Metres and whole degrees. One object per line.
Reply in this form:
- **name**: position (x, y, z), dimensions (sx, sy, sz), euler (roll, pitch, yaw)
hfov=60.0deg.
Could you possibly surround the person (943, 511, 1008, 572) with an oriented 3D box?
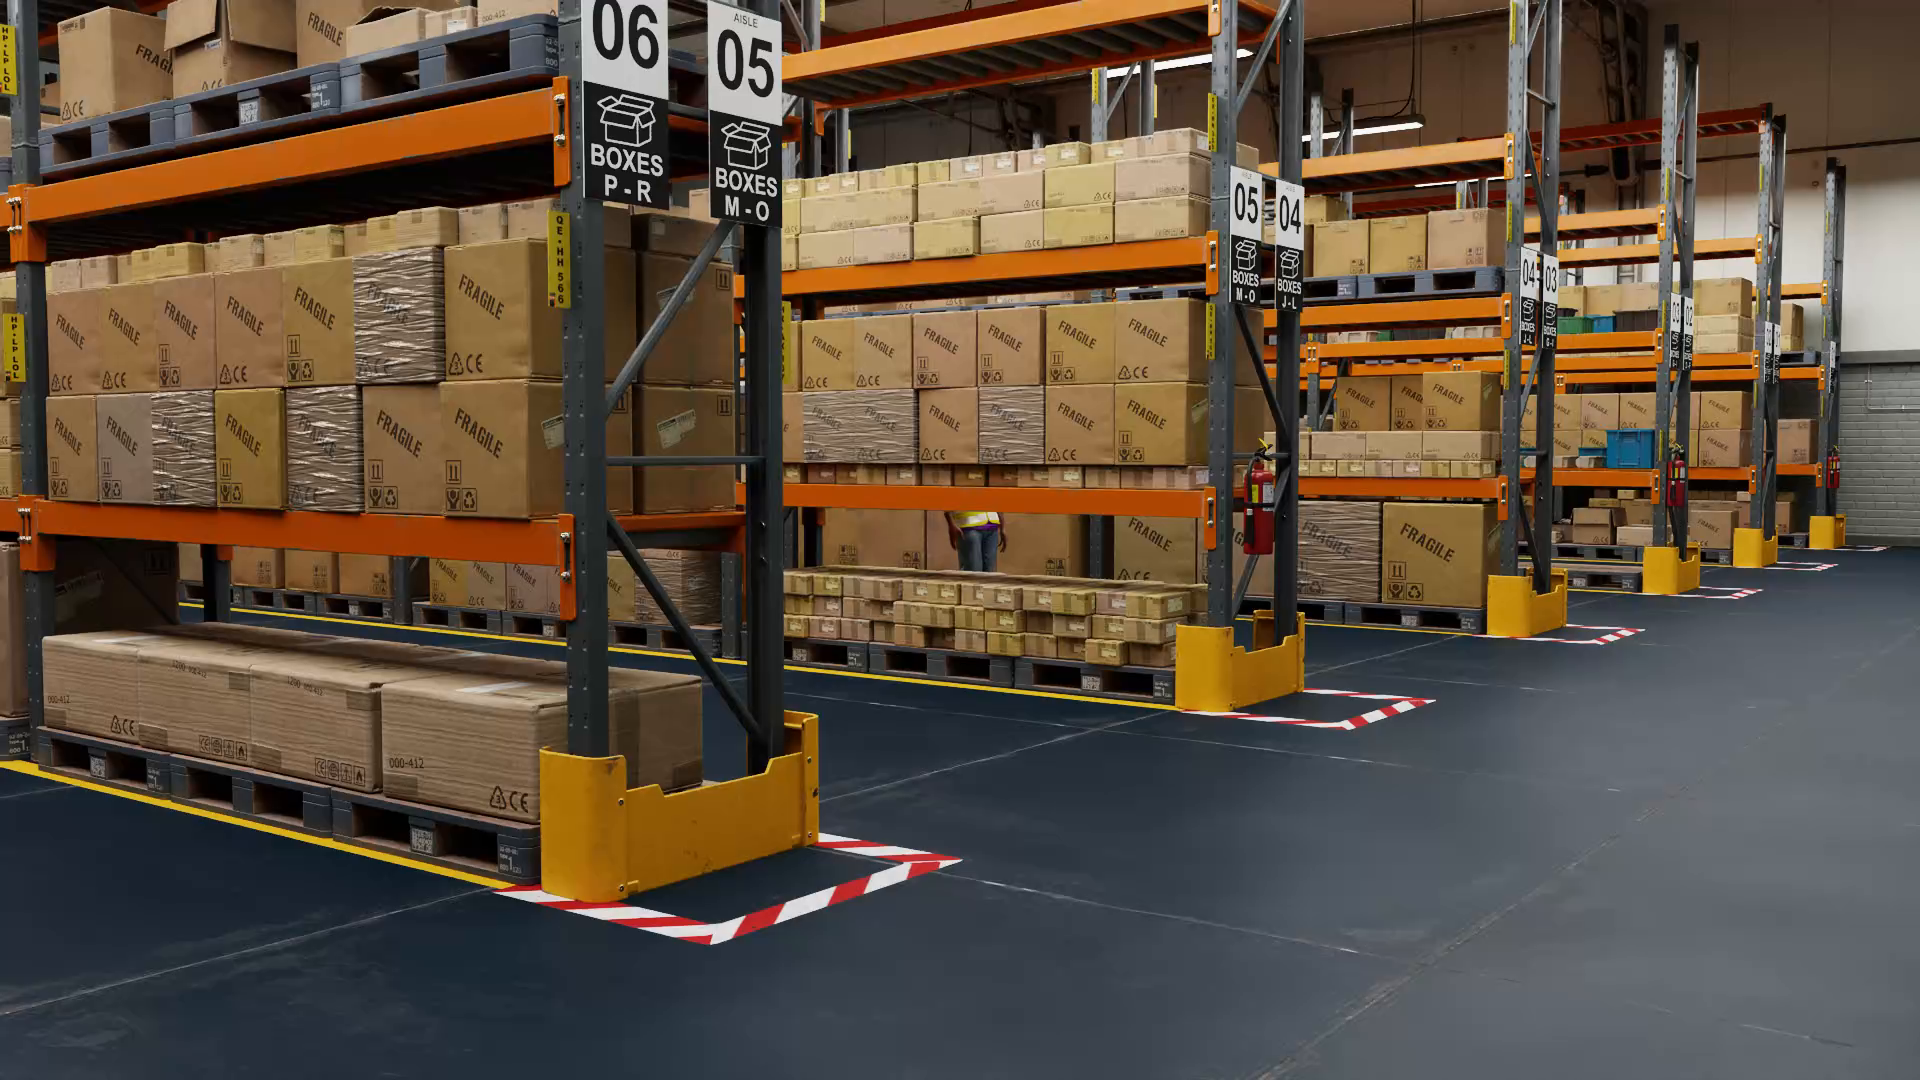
- **person**: position (0.180, -0.072, 13.326), dimensions (0.576, 1.767, 0.665), euler (3, 4, 43)
